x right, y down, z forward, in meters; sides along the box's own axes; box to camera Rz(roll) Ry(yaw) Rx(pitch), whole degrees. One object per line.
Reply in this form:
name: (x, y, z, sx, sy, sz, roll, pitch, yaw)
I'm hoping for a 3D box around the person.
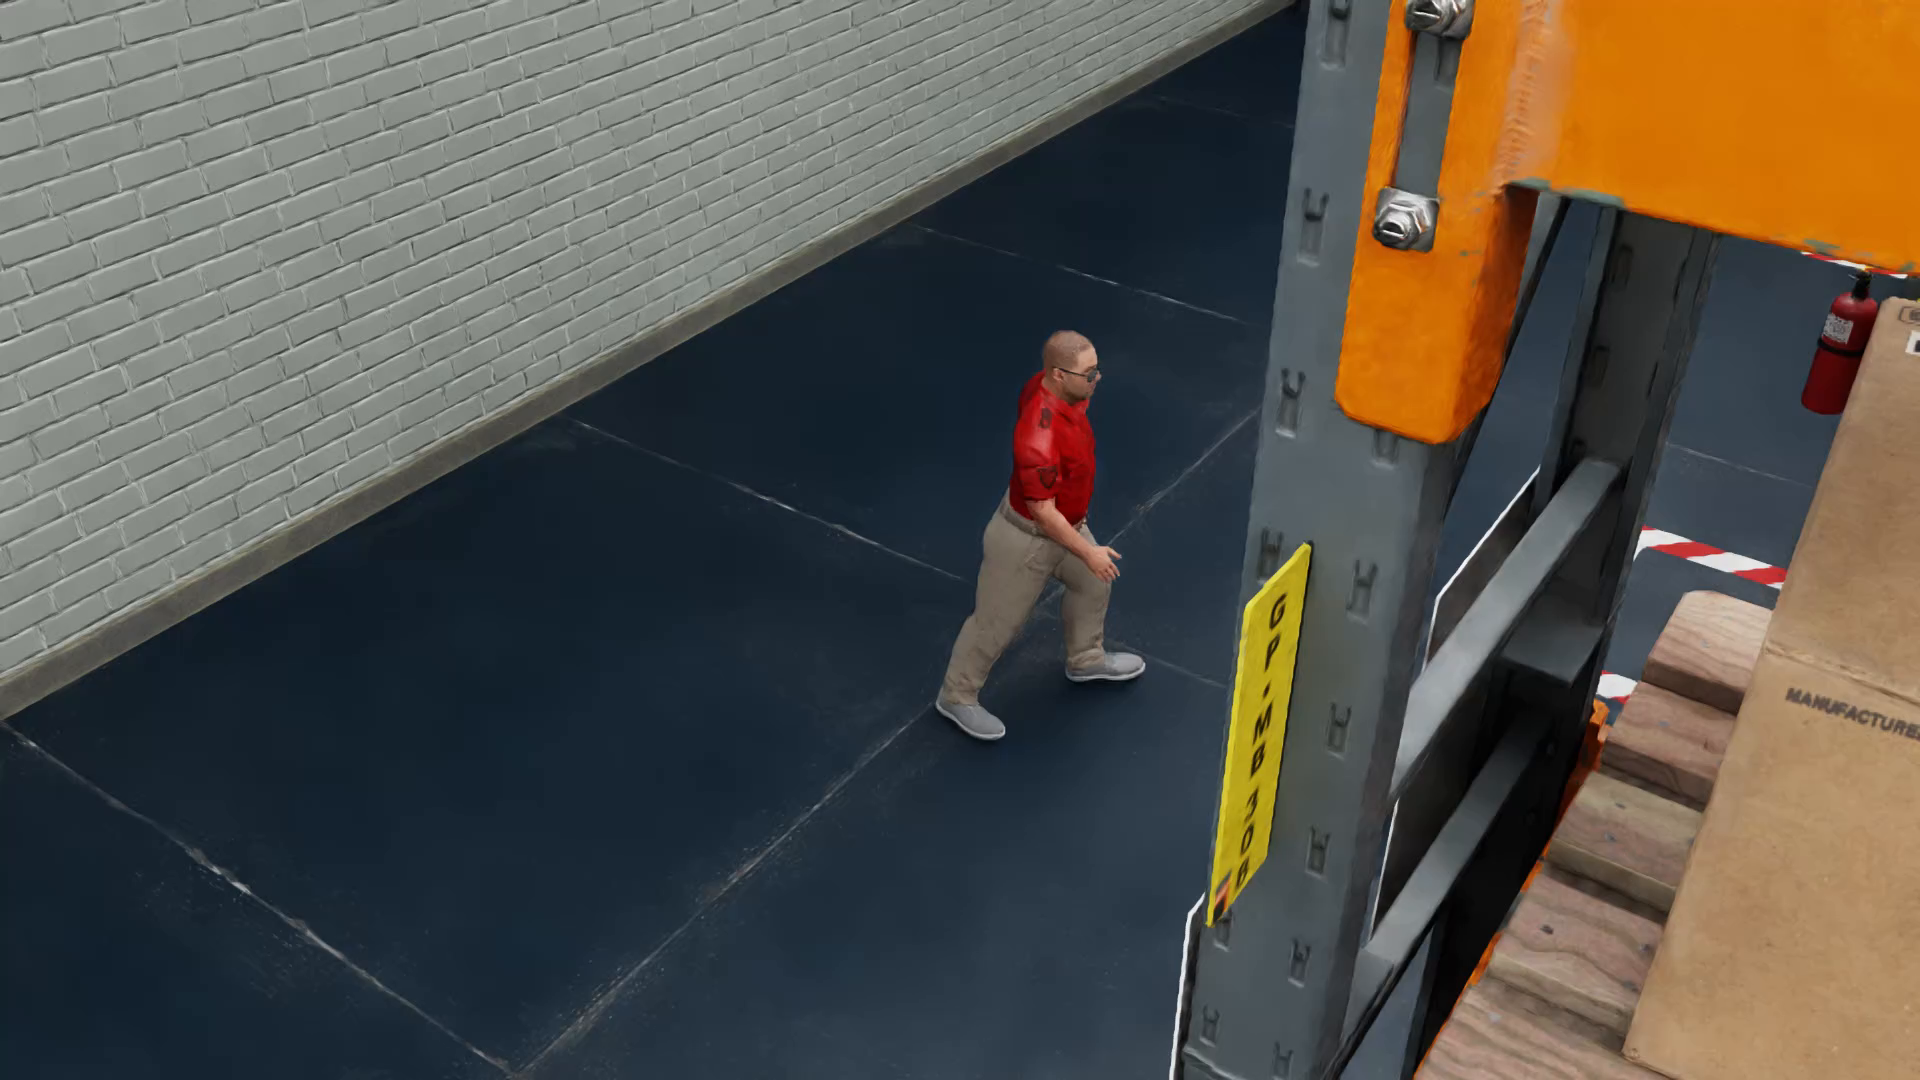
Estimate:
person: (0.317, -0.044, 6.244, 0.765, 1.683, 0.655, 9, 35, 13)
